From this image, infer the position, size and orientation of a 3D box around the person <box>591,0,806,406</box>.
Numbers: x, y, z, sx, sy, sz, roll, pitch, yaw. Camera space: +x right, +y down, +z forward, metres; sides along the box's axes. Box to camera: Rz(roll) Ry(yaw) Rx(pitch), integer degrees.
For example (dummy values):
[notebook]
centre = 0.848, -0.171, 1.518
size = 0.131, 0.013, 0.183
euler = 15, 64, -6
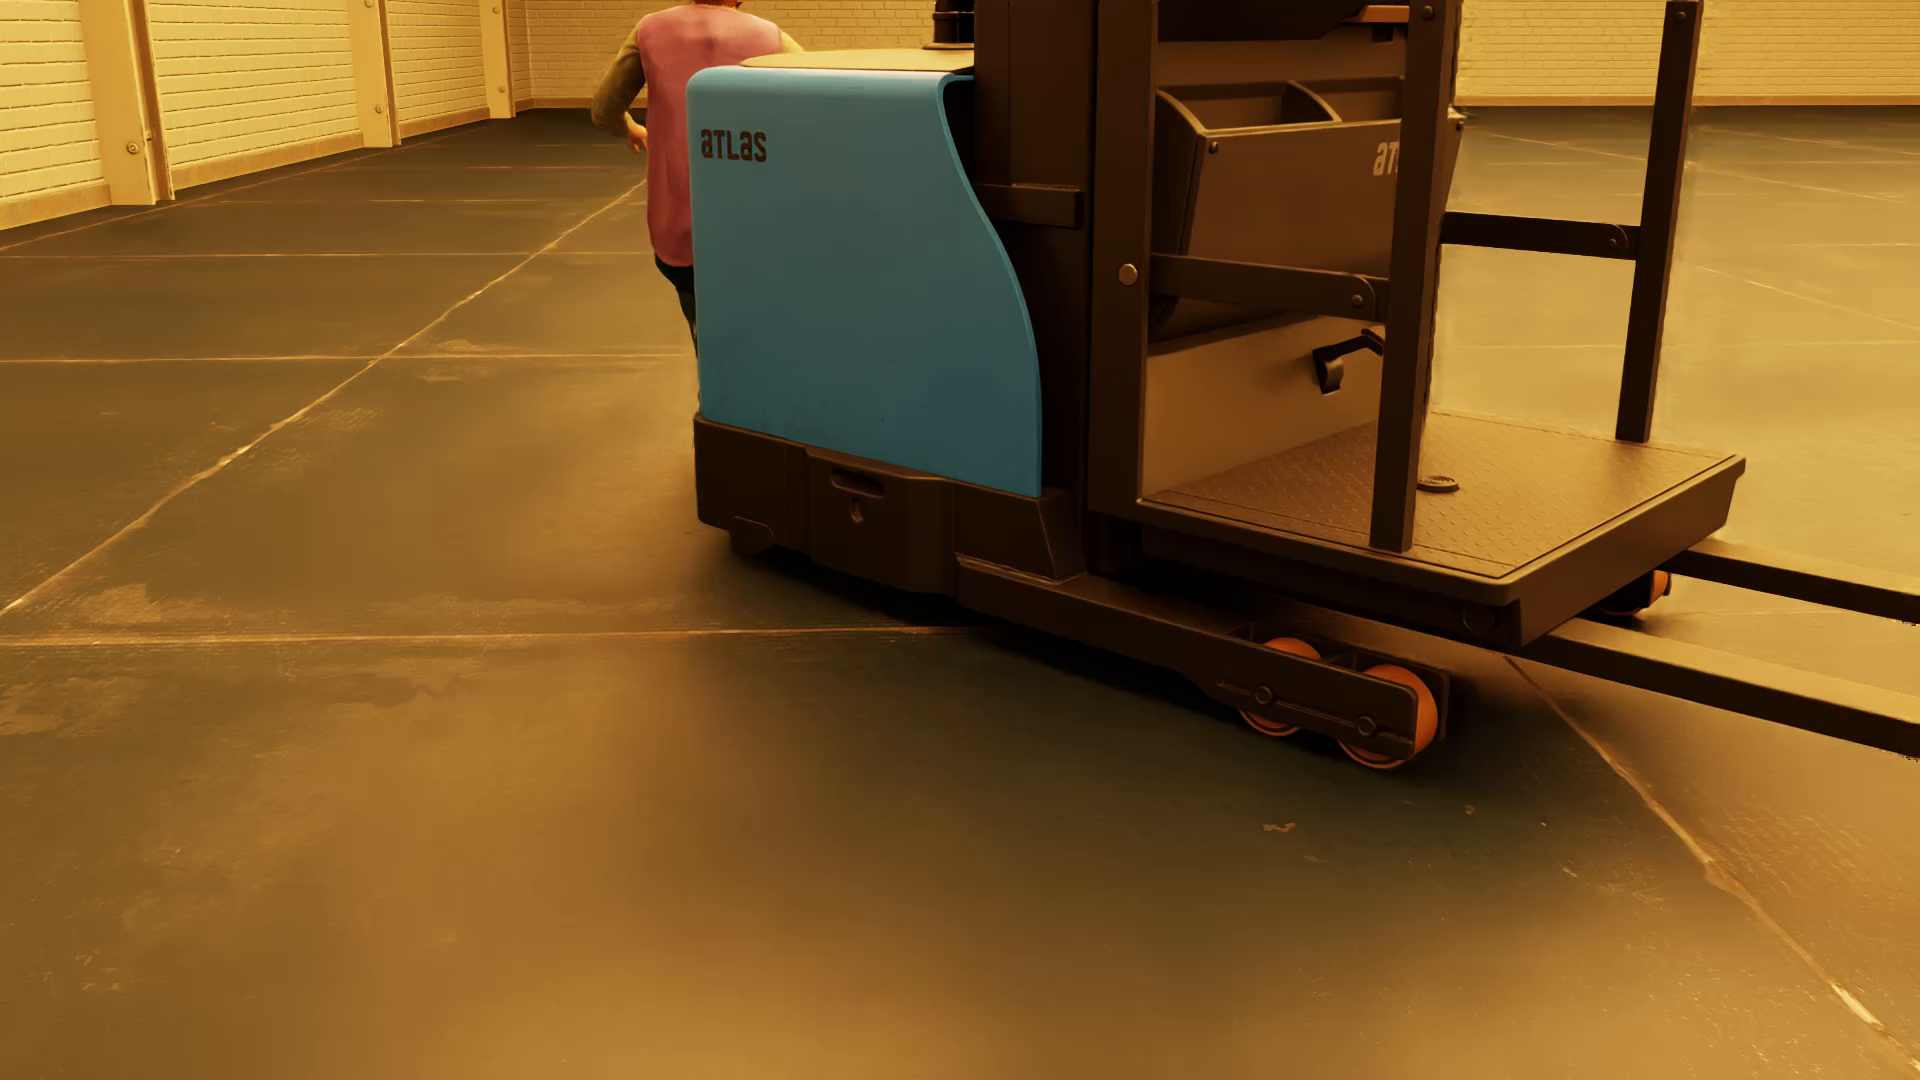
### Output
[person]
centre = -0.577, -0.849, 4.368
size = 0.730, 1.476, 0.597
euler = -2, 17, -7

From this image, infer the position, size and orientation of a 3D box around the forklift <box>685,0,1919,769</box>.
[forklift]
centre = 0.821, -1.202, 2.838
size = 3.031, 2.935, 1.130
euler = 15, 23, 40
